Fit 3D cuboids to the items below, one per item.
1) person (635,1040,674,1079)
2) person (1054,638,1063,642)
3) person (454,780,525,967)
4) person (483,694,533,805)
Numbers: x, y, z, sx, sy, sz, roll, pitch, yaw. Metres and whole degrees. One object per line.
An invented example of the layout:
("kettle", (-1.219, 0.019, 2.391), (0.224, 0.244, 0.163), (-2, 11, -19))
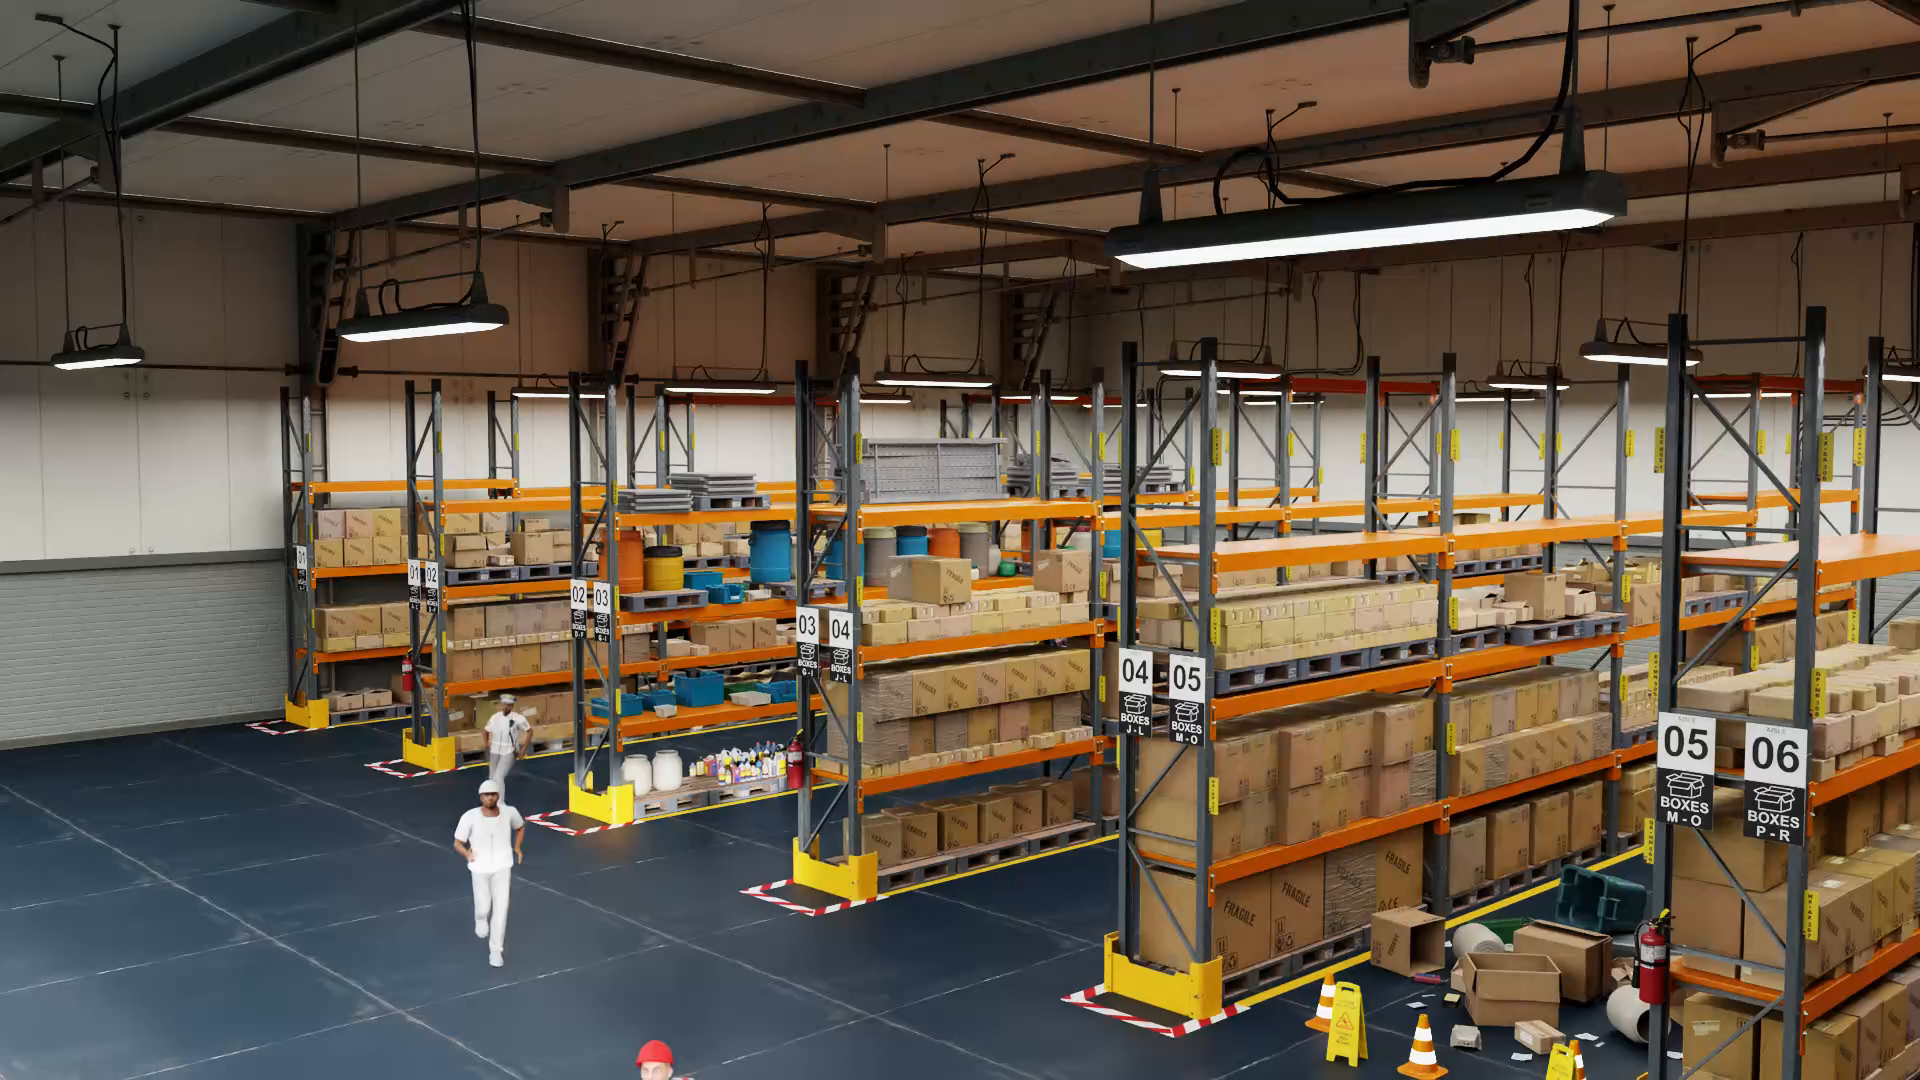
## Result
("person", (-1.656, 3.694, 9.280), (0.669, 1.820, 0.792), (0, 4, 0))
("person", (2.002, 2.262, 32.820), (0.615, 1.631, 0.498), (3, 4, 35))
("person", (-4.620, 3.233, 16.393), (0.699, 1.751, 0.923), (-1, 4, -21))
("person", (-6.155, 2.915, 22.482), (0.654, 1.684, 0.660), (1, 4, 12))
